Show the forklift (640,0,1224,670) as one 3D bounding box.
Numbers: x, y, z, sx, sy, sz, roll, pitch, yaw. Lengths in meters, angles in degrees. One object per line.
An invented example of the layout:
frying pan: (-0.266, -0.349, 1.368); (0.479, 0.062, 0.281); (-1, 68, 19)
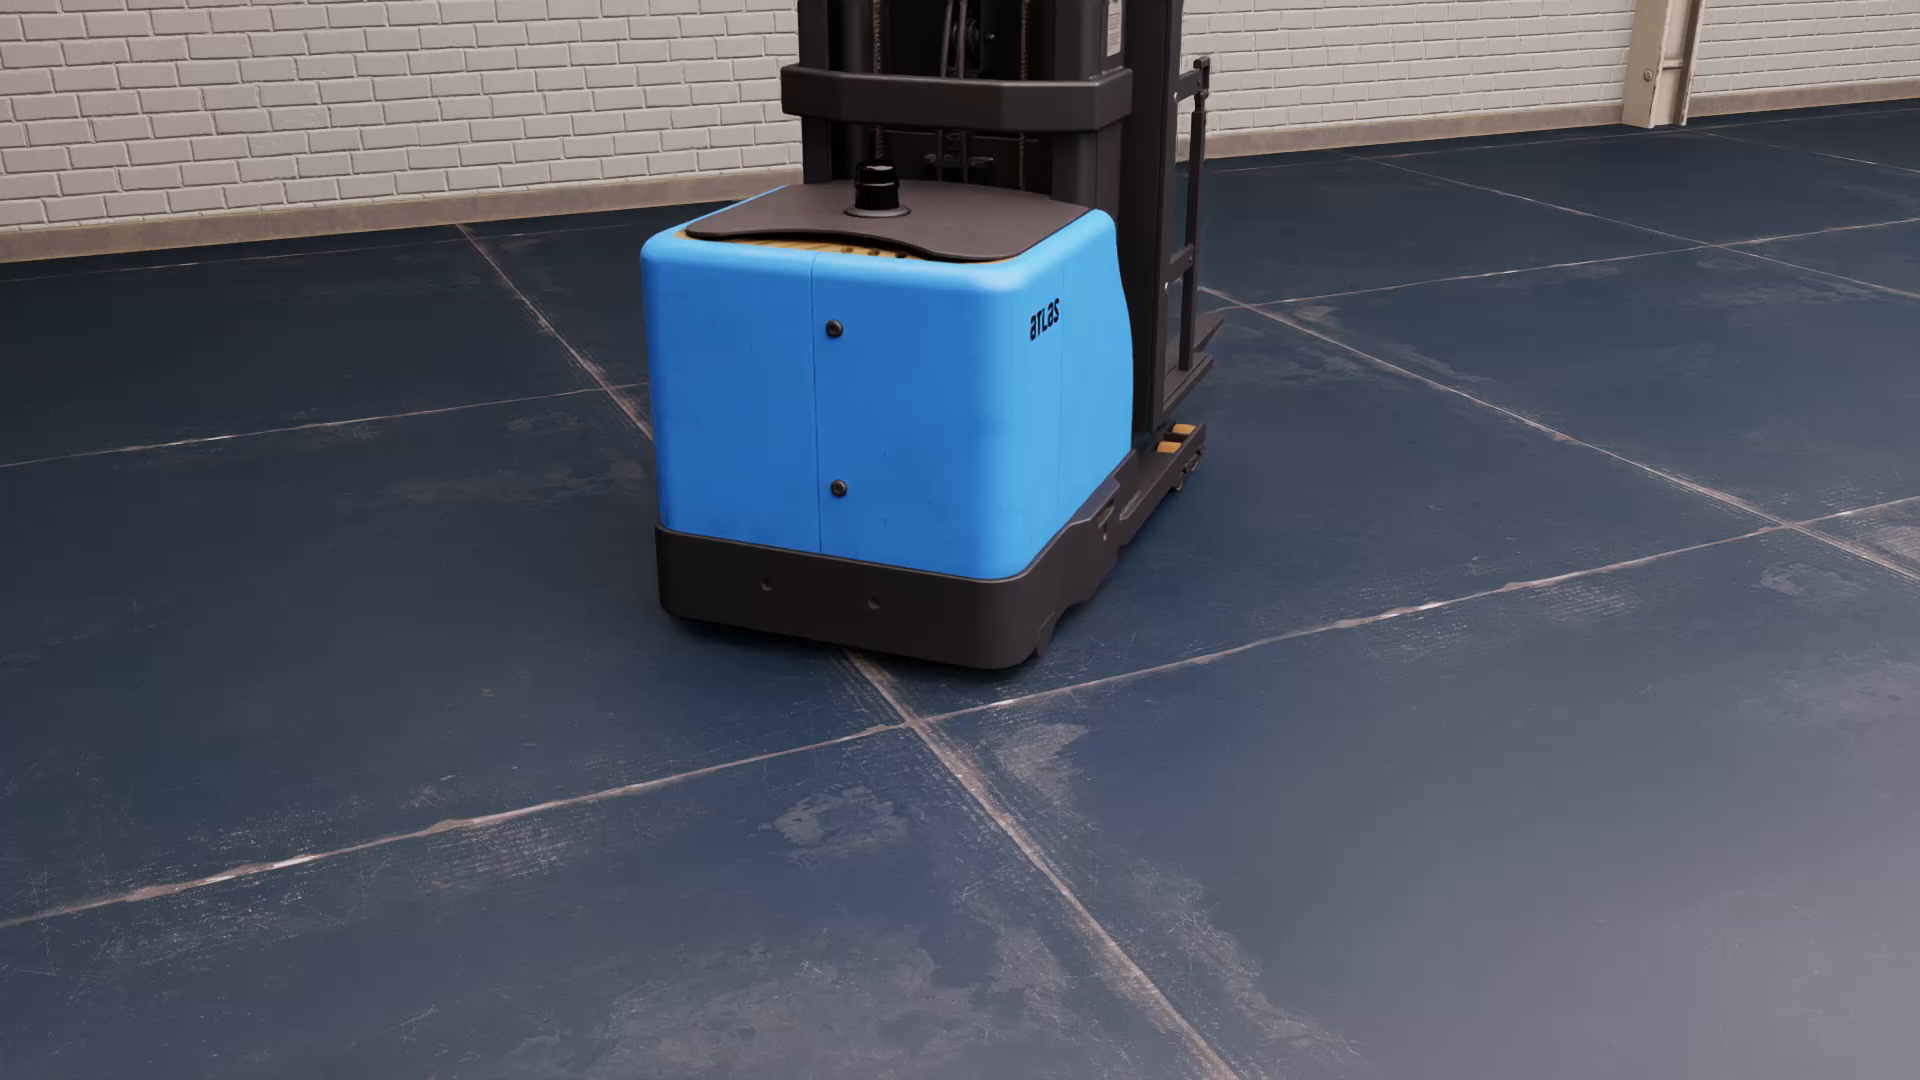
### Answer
forklift: (0.196, -1.566, 5.055); (1.130, 2.935, 3.031); (9, 24, 20)
